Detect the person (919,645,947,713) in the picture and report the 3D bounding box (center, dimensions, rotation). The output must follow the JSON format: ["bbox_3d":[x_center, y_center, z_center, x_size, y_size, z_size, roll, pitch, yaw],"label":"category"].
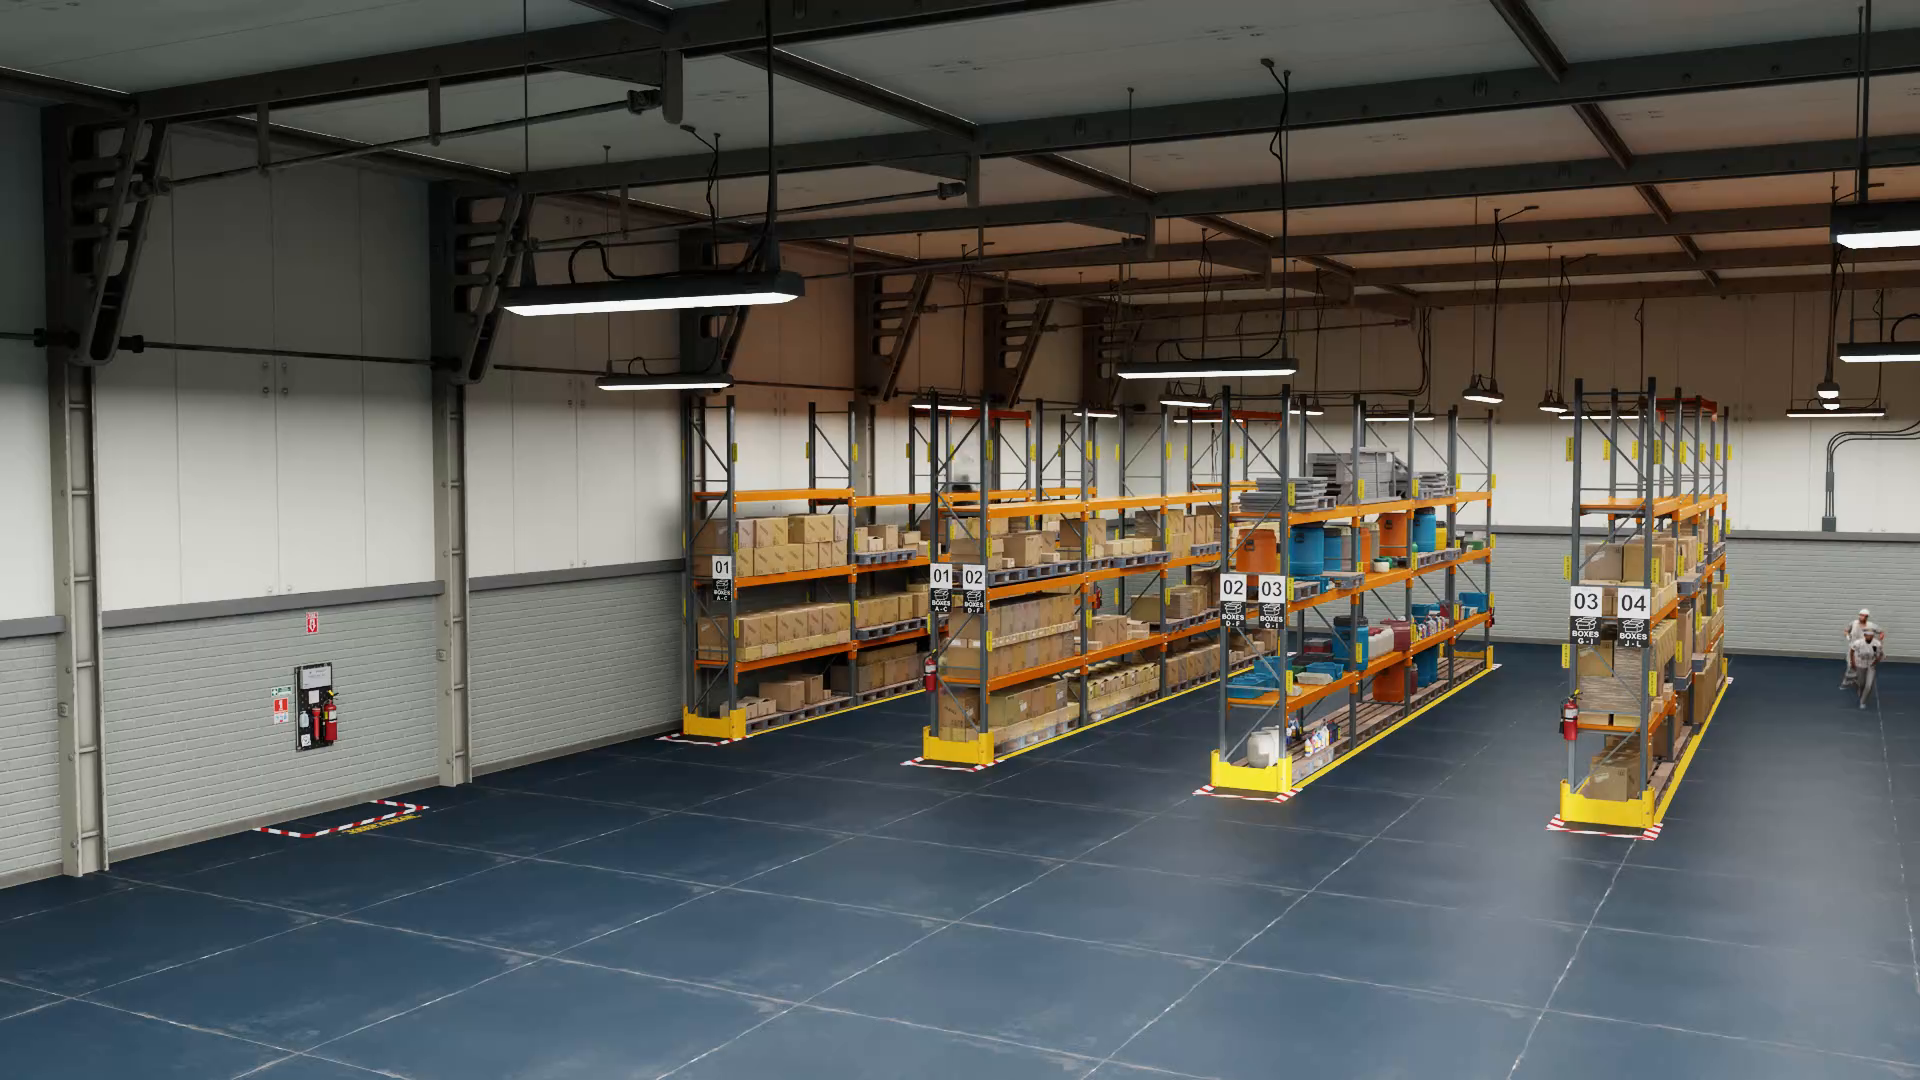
[{"bbox_3d":[-0.400,2.632,29.764,0.569,1.621,0.622,1,3,20],"label":"person"}]

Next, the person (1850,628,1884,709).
[{"bbox_3d":[17.771,2.504,32.603,0.566,1.621,0.727,1,3,19],"label":"person"}]

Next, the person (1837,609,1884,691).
[{"bbox_3d":[18.902,2.314,34.938,0.767,1.768,0.779,-2,4,-33],"label":"person"}]
